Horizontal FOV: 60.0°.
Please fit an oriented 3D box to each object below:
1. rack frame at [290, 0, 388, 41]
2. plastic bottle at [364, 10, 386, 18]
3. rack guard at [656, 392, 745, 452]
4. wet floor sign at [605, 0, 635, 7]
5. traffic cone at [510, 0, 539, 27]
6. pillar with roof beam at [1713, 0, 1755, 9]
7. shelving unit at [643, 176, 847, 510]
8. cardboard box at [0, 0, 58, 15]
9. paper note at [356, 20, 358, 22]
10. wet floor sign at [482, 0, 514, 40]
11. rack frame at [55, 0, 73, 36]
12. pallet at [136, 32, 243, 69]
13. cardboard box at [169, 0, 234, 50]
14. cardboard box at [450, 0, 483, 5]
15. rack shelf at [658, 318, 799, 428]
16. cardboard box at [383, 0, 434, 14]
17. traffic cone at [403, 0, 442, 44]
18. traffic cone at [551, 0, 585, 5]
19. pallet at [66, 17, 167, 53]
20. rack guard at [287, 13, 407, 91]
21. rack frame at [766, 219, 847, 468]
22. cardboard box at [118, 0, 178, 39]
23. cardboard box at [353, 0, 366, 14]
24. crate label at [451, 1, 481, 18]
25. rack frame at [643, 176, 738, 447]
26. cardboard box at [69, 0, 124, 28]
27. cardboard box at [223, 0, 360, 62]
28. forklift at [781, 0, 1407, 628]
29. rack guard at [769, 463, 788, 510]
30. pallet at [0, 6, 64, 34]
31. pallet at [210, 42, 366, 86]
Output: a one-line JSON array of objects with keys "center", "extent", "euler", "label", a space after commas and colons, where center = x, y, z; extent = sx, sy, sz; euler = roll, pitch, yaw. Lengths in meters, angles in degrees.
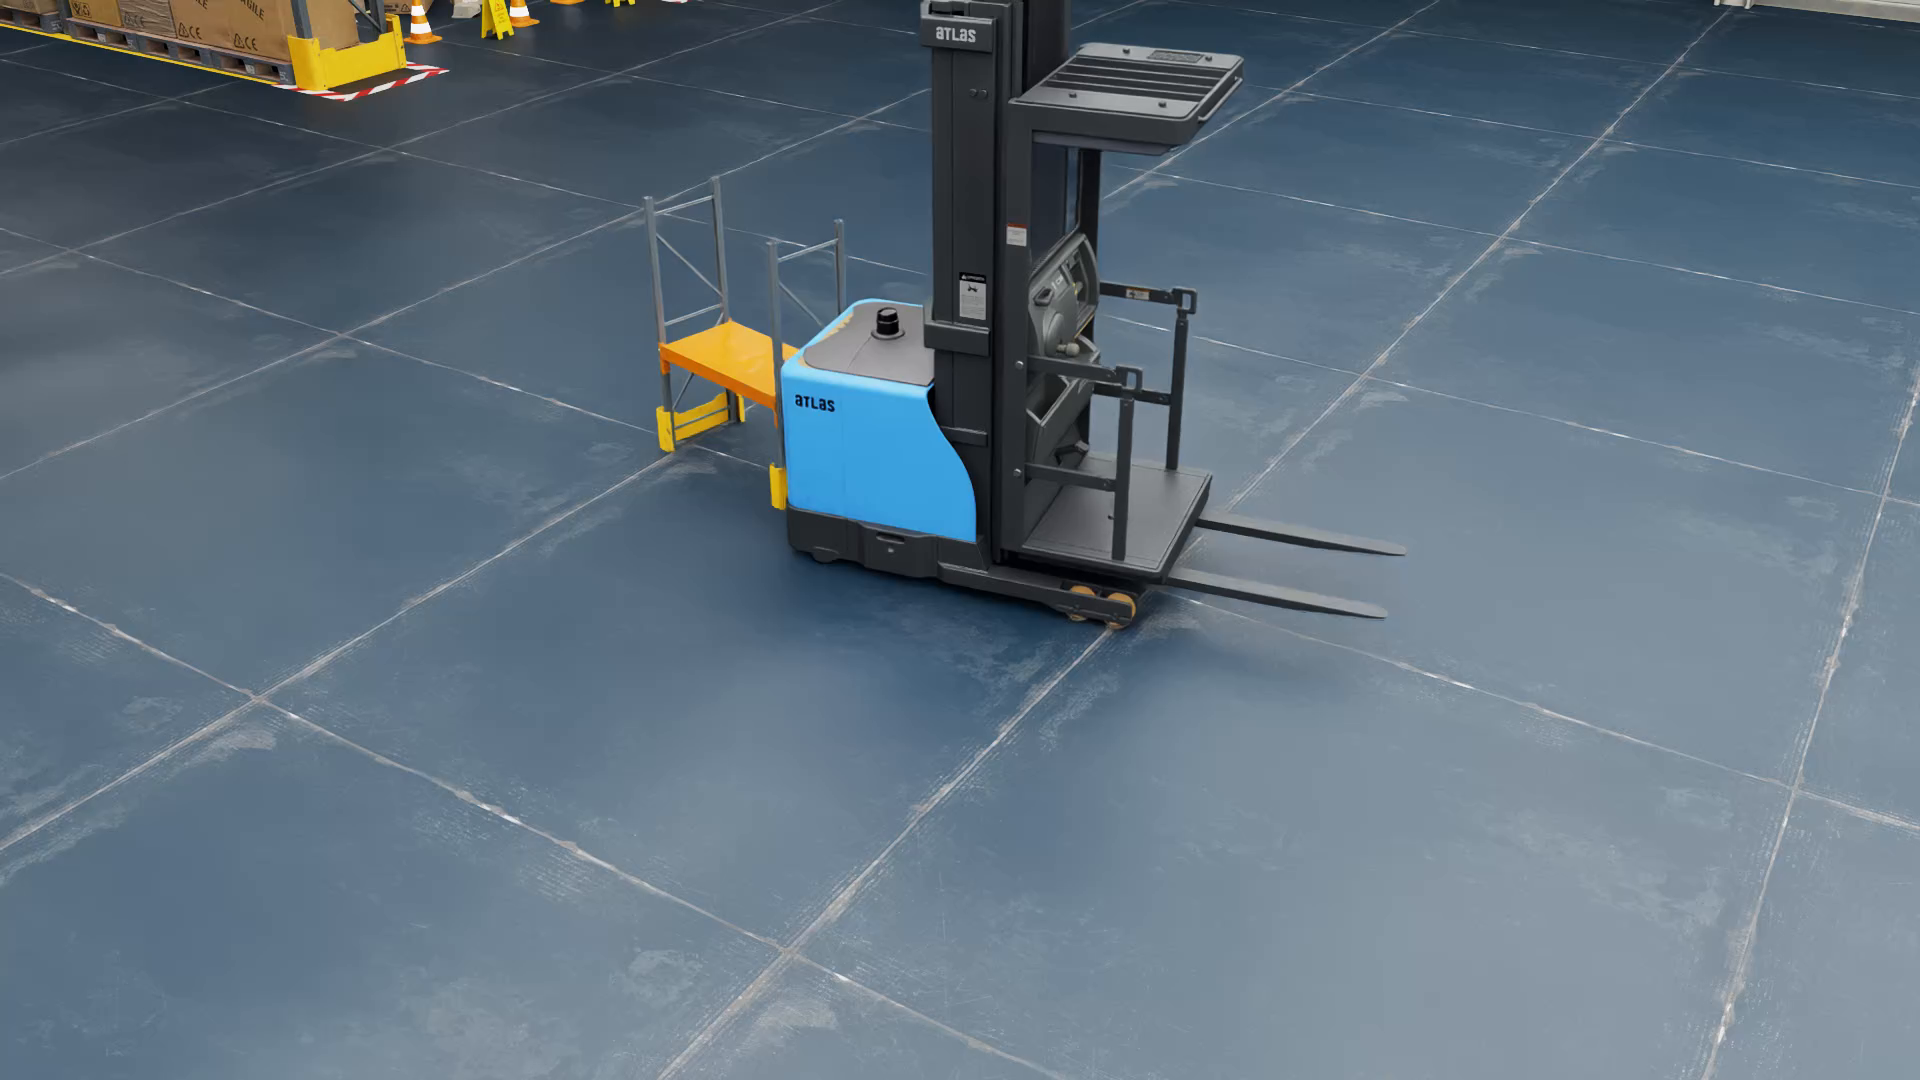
[{"center": [-6.138, -5.977, 16.019], "extent": [0.127, 3.000, 1.000], "euler": [18, 35, 27], "label": "rack frame"}, {"center": [-6.702, -5.994, 18.963], "extent": [0.283, 0.061, 0.133], "euler": [6, 31, 10], "label": "plastic bottle"}, {"center": [-1.518, -0.736, 9.763], "extent": [0.087, 0.250, 0.587], "euler": [26, 39, 37], "label": "rack guard"}, {"center": [-4.000, -6.592, 19.410], "extent": [0.267, 0.644, 0.232], "euler": [-21, 36, -32], "label": "wet floor sign"}, {"center": [-4.945, -6.021, 18.611], "extent": [0.334, 0.463, 0.336], "euler": [18, 35, 27], "label": "traffic cone"}, {"center": [6.808, -8.347, 14.127], "extent": [0.400, 9.000, 9.100], "euler": [18, 35, 27], "label": "pillar with roof beam"}, {"center": [-1.159, -1.102, 9.150], "extent": [1.083, 1.500, 0.587], "euler": [26, 39, 37], "label": "shelving unit"}, {"center": [-10.100, -6.386, 18.536], "extent": [0.750, 0.750, 1.050], "euler": [17, 34, 27], "label": "cardboard box"}, {"center": [-6.837, -5.870, 18.803], "extent": [0.032, 0.001, 0.123], "euler": [-15, 33, -24], "label": "paper note"}, {"center": [-5.061, -5.797, 18.047], "extent": [0.232, 0.644, 0.267], "euler": [12, 32, 19], "label": "wet floor sign"}, {"center": [-9.526, -7.049, 17.855], "extent": [0.127, 3.000, 1.000], "euler": [18, 35, 27], "label": "rack frame"}, {"center": [-7.886, -5.281, 17.592], "extent": [1.213, 0.211, 1.003], "euler": [18, 35, 27], "label": "pallet"}, {"center": [-7.494, -5.629, 17.114], "extent": [0.875, 0.875, 0.875], "euler": [17, 34, 27], "label": "cardboard box"}, {"center": [-5.776, -6.374, 19.529], "extent": [0.380, 0.149, 0.250], "euler": [-15, 33, -24], "label": "cardboard box"}, {"center": [-1.153, -0.943, 9.235], "extent": [1.000, 0.185, 0.538], "euler": [26, 39, 37], "label": "rack shelf"}, {"center": [-6.426, -6.429, 19.270], "extent": [0.637, 0.503, 0.797], "euler": [-4, 30, -7], "label": "cardboard box"}, {"center": [-5.833, -5.630, 17.941], "extent": [0.334, 0.463, 0.336], "euler": [18, 35, 27], "label": "traffic cone"}, {"center": [-4.642, -6.586, 19.579], "extent": [0.334, 0.463, 0.336], "euler": [18, 35, 27], "label": "traffic cone"}, {"center": [-8.924, -5.607, 18.152], "extent": [1.213, 0.211, 1.003], "euler": [18, 35, 27], "label": "pallet"}, {"center": [-6.118, -4.891, 16.638], "extent": [0.348, 0.500, 1.175], "euler": [18, 35, 27], "label": "rack guard"}, {"center": [-0.786, -0.921, 8.840], "extent": [0.032, 1.500, 0.500], "euler": [26, 39, 37], "label": "rack frame"}, {"center": [-8.265, -5.874, 17.534], "extent": [0.875, 0.875, 0.875], "euler": [18, 35, 28], "label": "cardboard box"}, {"center": [-7.091, -6.193, 19.103], "extent": [0.258, 0.266, 0.396], "euler": [24, 38, 35], "label": "cardboard box"}, {"center": [-5.643, -6.064, 19.009], "extent": [0.298, 0.136, 0.250], "euler": [1, 30, 2], "label": "crate label"}, {"center": [-1.519, -1.276, 9.449], "extent": [0.032, 1.500, 0.500], "euler": [26, 39, 37], "label": "rack frame"}, {"center": [-9.031, -6.114, 17.945], "extent": [0.875, 0.875, 0.875], "euler": [18, 35, 28], "label": "cardboard box"}, {"center": [-6.748, -5.394, 16.711], "extent": [0.875, 0.875, 0.875], "euler": [18, 35, 28], "label": "cardboard box"}, {"center": [0.680, -1.144, 7.802], "extent": [3.031, 2.935, 1.130], "euler": [11, 32, 18], "label": "forklift"}, {"center": [-0.800, -0.388, 9.167], "extent": [0.087, 0.250, 0.587], "euler": [26, 39, 37], "label": "rack guard"}, {"center": [-10.220, -6.019, 18.857], "extent": [1.213, 0.211, 1.003], "euler": [18, 35, 27], "label": "pallet"}, {"center": [-6.857, -4.953, 17.031], "extent": [1.213, 0.211, 1.003], "euler": [18, 35, 27], "label": "pallet"}]
